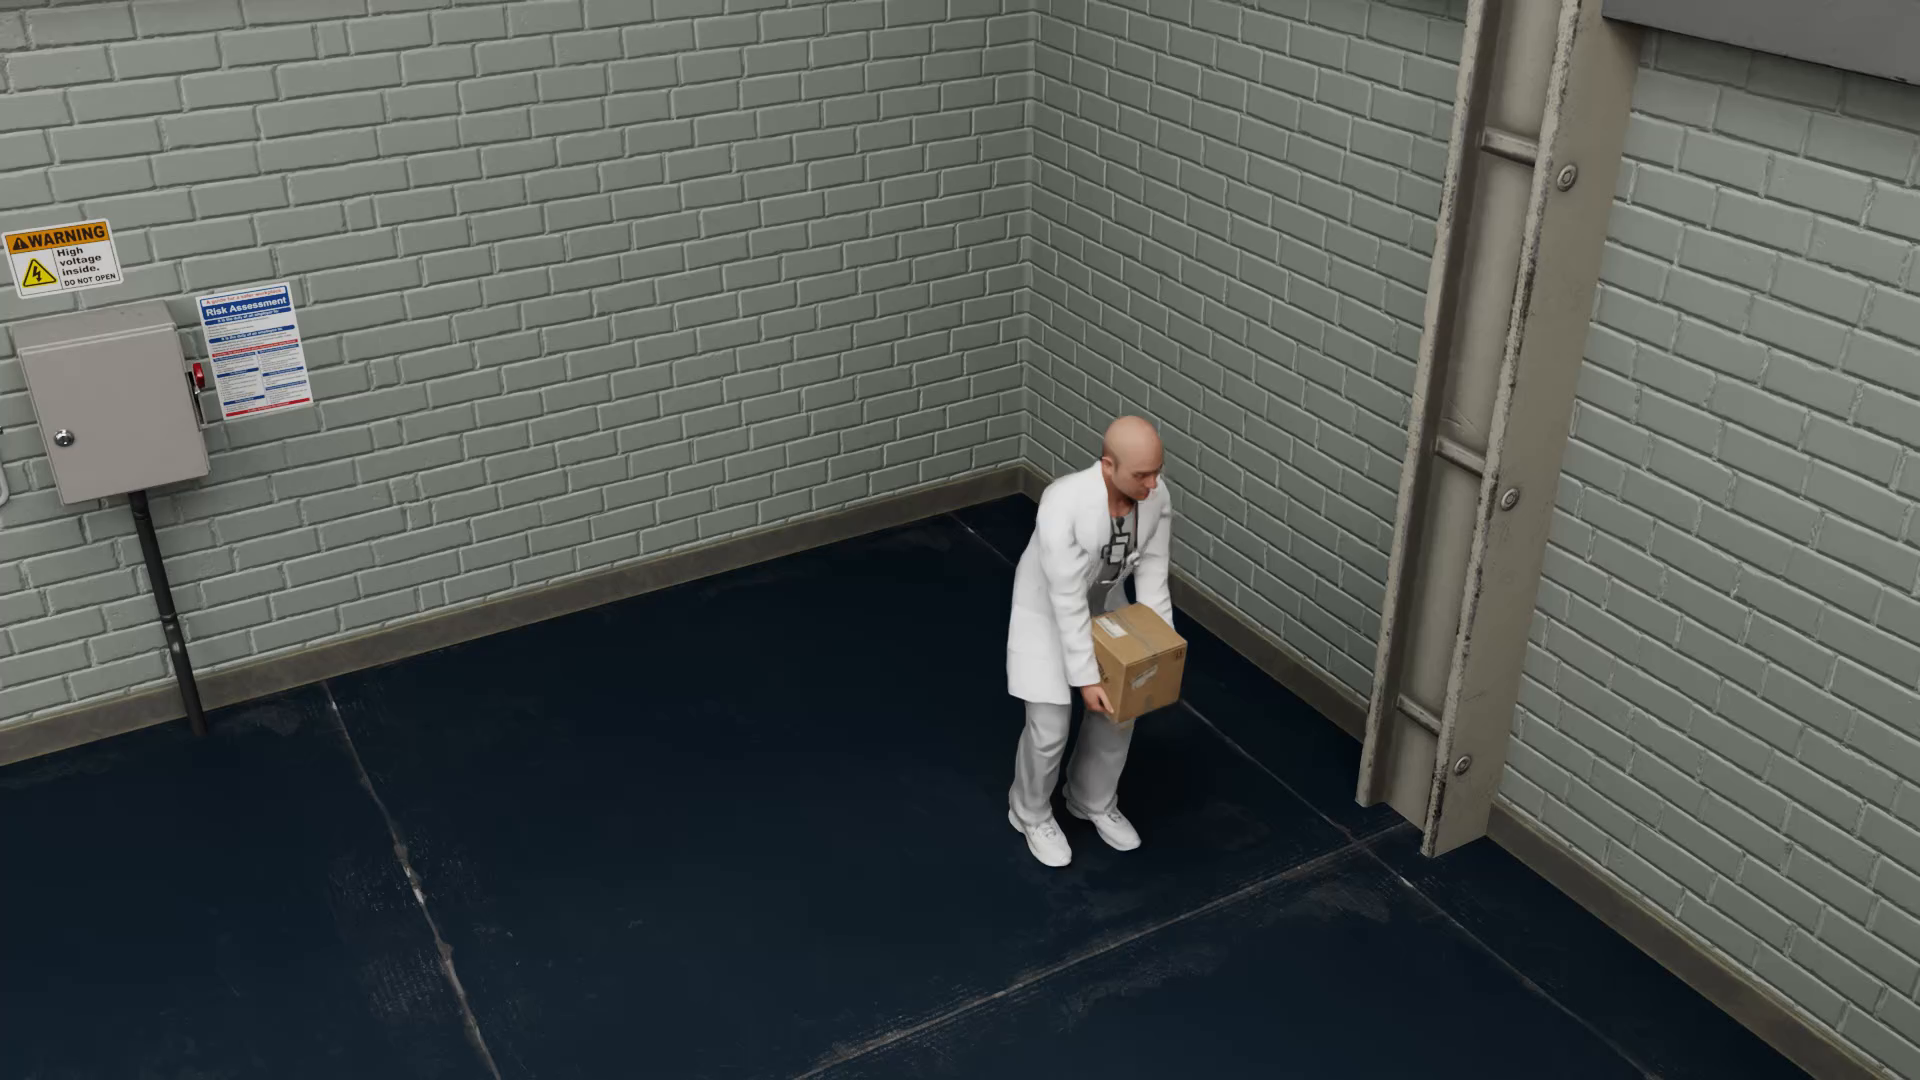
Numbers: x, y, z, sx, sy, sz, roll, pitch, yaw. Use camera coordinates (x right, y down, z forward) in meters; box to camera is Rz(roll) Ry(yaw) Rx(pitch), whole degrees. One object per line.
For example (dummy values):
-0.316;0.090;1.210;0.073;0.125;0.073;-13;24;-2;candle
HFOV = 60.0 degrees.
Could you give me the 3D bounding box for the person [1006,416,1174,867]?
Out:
0.440;0.339;5.586;0.534;1.721;0.616;-16;33;-27;person
